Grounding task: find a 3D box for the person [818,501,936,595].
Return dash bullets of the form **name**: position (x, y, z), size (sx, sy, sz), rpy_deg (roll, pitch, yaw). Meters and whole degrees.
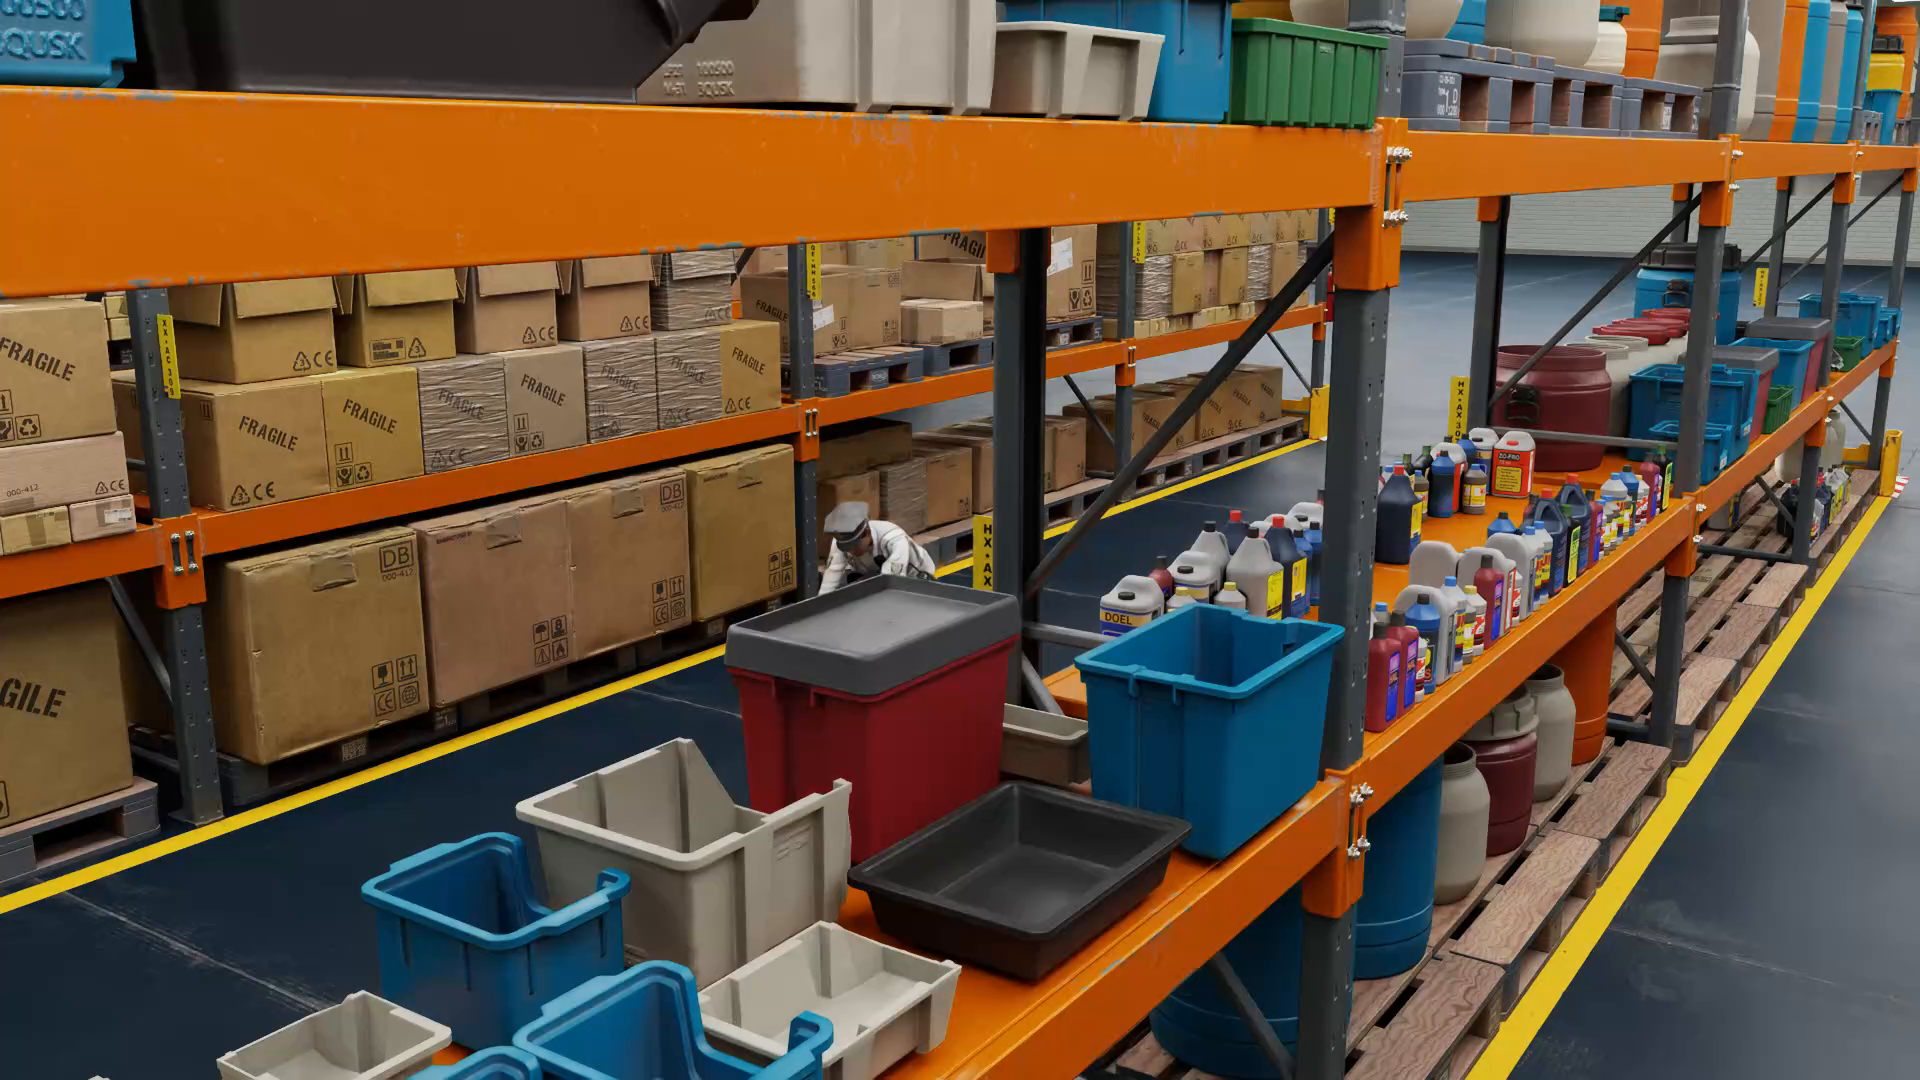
- **person**: position (-0.435, 0.254, 8.828), size (0.499, 1.020, 0.820), rpy_deg (9, 16, 33)
